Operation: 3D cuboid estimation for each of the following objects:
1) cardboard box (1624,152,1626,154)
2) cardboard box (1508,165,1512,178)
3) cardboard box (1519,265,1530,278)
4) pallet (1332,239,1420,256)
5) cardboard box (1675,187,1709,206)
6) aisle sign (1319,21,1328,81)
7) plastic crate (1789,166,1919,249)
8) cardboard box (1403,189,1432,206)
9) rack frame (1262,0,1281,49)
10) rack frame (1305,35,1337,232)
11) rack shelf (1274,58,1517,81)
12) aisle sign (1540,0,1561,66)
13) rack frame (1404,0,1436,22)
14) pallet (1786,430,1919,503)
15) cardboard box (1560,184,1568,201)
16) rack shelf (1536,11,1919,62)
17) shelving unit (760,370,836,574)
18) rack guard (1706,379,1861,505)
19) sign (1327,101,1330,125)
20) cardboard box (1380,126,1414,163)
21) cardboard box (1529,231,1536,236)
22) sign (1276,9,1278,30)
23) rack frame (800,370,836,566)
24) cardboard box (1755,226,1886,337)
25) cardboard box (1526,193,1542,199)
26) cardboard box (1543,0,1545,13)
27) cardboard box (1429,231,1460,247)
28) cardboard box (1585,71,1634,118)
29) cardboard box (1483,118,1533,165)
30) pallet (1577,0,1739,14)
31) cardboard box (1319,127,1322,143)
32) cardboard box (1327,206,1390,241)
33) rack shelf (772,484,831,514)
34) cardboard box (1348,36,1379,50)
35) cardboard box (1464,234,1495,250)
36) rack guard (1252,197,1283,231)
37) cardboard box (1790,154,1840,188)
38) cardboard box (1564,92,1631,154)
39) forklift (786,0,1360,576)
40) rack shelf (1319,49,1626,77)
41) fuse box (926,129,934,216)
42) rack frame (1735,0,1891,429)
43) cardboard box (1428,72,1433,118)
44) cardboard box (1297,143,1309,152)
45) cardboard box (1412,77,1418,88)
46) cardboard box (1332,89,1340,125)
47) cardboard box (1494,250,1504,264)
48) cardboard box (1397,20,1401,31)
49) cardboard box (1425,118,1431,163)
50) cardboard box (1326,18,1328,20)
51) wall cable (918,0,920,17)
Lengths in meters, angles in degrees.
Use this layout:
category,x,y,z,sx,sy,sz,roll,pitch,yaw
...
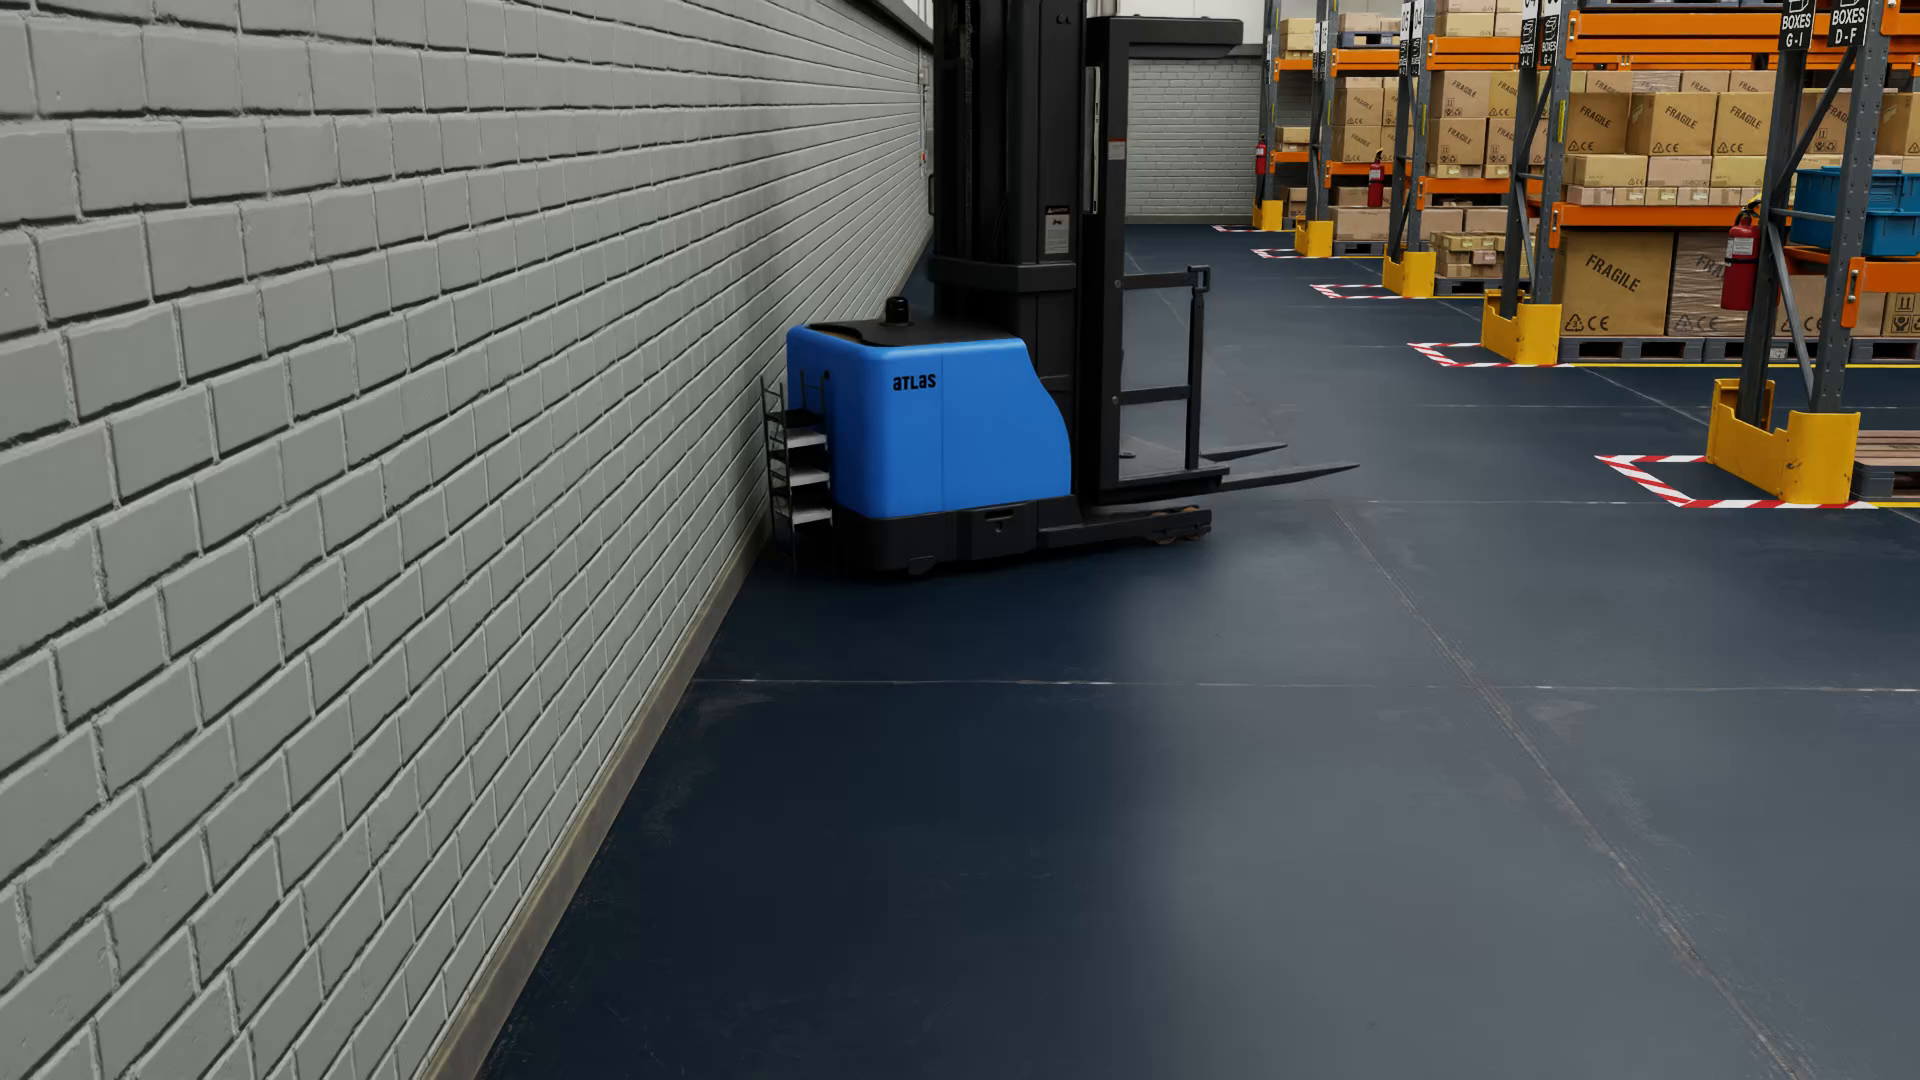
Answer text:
category,x,y,z,sx,sy,sz,roll,pitch,yaw
cardboard box,5.861,-3.192,14.268,0.500,0.250,0.500,0,15,0
cardboard box,6.192,-4.143,18.656,0.250,0.149,0.380,1,15,4
cardboard box,6.371,-3.053,18.796,0.250,0.149,0.380,1,15,2
pallet,5.917,-4.253,24.046,1.213,0.211,1.003,0,15,1
cardboard box,5.982,-2.847,13.744,0.250,0.149,0.380,0,15,1
aisle sign,5.036,-6.770,23.025,0.004,0.787,0.394,0,15,1
plastic crate,5.076,-1.888,9.428,0.499,0.435,0.616,0,15,1
cardboard box,7.739,-5.796,28.507,0.500,0.500,0.700,0,15,-1
rack frame,5.239,-9.753,27.667,0.127,3.000,1.000,0,15,1
rack frame,5.116,-5.587,23.635,0.127,3.000,1.000,0,15,1
rack shelf,7.238,-7.942,28.092,4.000,0.370,1.077,0,15,1
aisle sign,4.783,-4.240,13.436,0.004,0.787,0.394,0,15,1
rack frame,5.090,-7.224,18.082,0.127,3.000,1.000,0,15,1
pallet,5.560,-0.433,9.566,1.213,0.211,1.003,0,15,1
cardboard box,5.227,-3.020,14.397,0.250,0.149,0.380,1,15,2
rack shelf,6.862,-4.149,13.715,4.000,0.370,1.077,0,15,1
shelving unit,-0.754,-0.319,7.766,0.210,0.900,0.258,-11,18,-28
rack guard,4.712,-0.584,9.575,0.348,0.500,1.175,0,15,1
sign,5.096,-5.902,22.978,0.005,0.325,0.100,0,15,1
cardboard box,6.095,-5.562,23.347,0.500,0.500,0.500,0,15,1
cardboard box,6.665,-3.506,19.348,0.250,0.149,0.380,1,15,4
sign,5.225,-8.587,27.414,0.005,0.325,0.100,0,15,1
rack frame,-0.666,-0.337,7.814,0.006,0.900,0.240,-11,18,-28
cardboard box,7.304,-2.240,14.290,0.875,0.875,0.875,0,15,1
cardboard box,9.715,-5.760,28.370,0.500,0.500,0.500,1,15,4
cardboard box,6.549,-5.865,18.122,0.500,0.250,0.500,1,15,2
cardboard box,5.626,-3.497,19.314,0.250,0.149,0.380,1,15,2
cardboard box,7.066,-4.915,18.352,0.500,0.500,0.500,0,15,0
cardboard box,6.068,-4.445,18.530,0.500,0.500,0.500,0,15,2
pallet,5.605,-4.465,13.676,1.213,0.211,1.003,0,15,1
cardboard box,6.190,-6.849,28.130,0.500,0.250,0.500,1,15,2
cardboard box,5.778,-4.572,23.988,0.875,0.438,0.875,0,15,0
rack shelf,-0.749,-0.201,7.801,0.200,0.077,0.258,-11,18,-28
cardboard box,6.695,-8.297,27.739,0.500,0.250,0.500,0,15,0
cardboard box,5.884,-3.375,18.850,0.250,0.149,0.380,1,15,2
rack guard,5.315,-5.643,28.750,0.348,0.500,1.175,0,15,1
cardboard box,6.879,-3.051,13.734,0.500,0.250,0.500,0,15,0
cardboard box,5.356,-3.557,14.183,0.500,0.500,0.500,1,15,2
forklift,0.684,-1.501,8.283,3.031,2.935,1.130,-8,17,-27
rack shelf,7.115,-6.676,23.294,4.000,0.370,1.077,0,15,1
fuse box,-0.322,-5.529,25.943,0.414,1.711,0.539,0,15,1
rack frame,4.736,-1.796,9.268,0.127,3.000,1.000,0,15,1
cardboard box,5.554,-5.060,18.898,0.500,0.500,0.500,0,15,0
cardboard box,5.816,-6.669,28.230,0.250,0.149,0.380,1,15,3
cardboard box,6.248,-6.347,23.091,0.250,0.149,0.380,0,15,0
cardboard box,5.604,-6.176,23.713,0.500,0.500,0.500,1,15,3
cardboard box,6.127,-3.228,18.877,0.250,0.149,0.380,1,15,2
cardboard box,6.198,-7.101,22.969,0.250,0.149,0.380,1,15,3
cardboard box,5.546,-4.578,19.035,0.500,0.500,0.500,1,15,3
cardboard box,6.184,-8.541,27.683,0.500,0.250,0.500,0,15,1
wall cable,-0.578,-8.453,22.738,0.029,3.000,0.463,0,15,1
